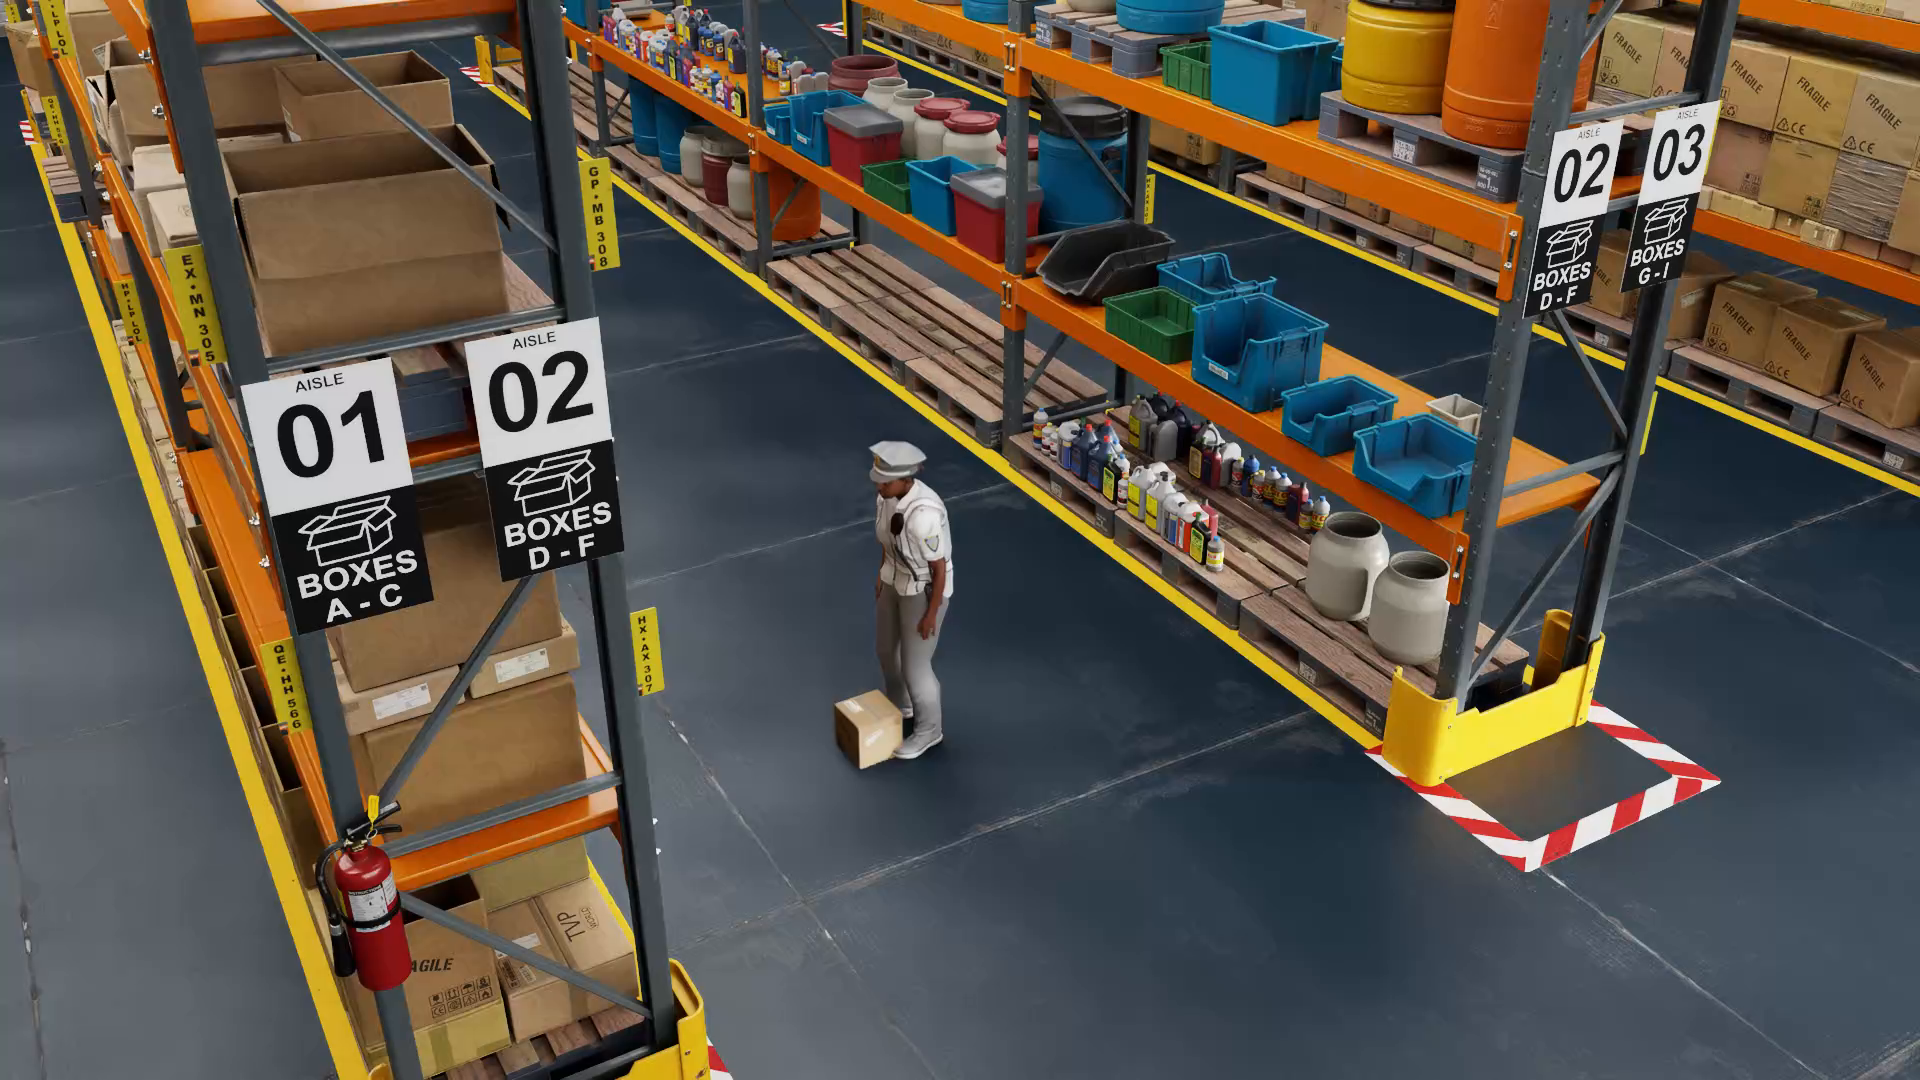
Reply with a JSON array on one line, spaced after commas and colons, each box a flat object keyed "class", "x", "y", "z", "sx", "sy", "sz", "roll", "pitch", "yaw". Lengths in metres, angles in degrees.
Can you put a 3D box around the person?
[{"class": "person", "x": -0.256, "y": 0.266, "z": 8.082, "sx": 0.396, "sy": 1.656, "sz": 0.513, "roll": -17, "pitch": 34, "yaw": -28}]
